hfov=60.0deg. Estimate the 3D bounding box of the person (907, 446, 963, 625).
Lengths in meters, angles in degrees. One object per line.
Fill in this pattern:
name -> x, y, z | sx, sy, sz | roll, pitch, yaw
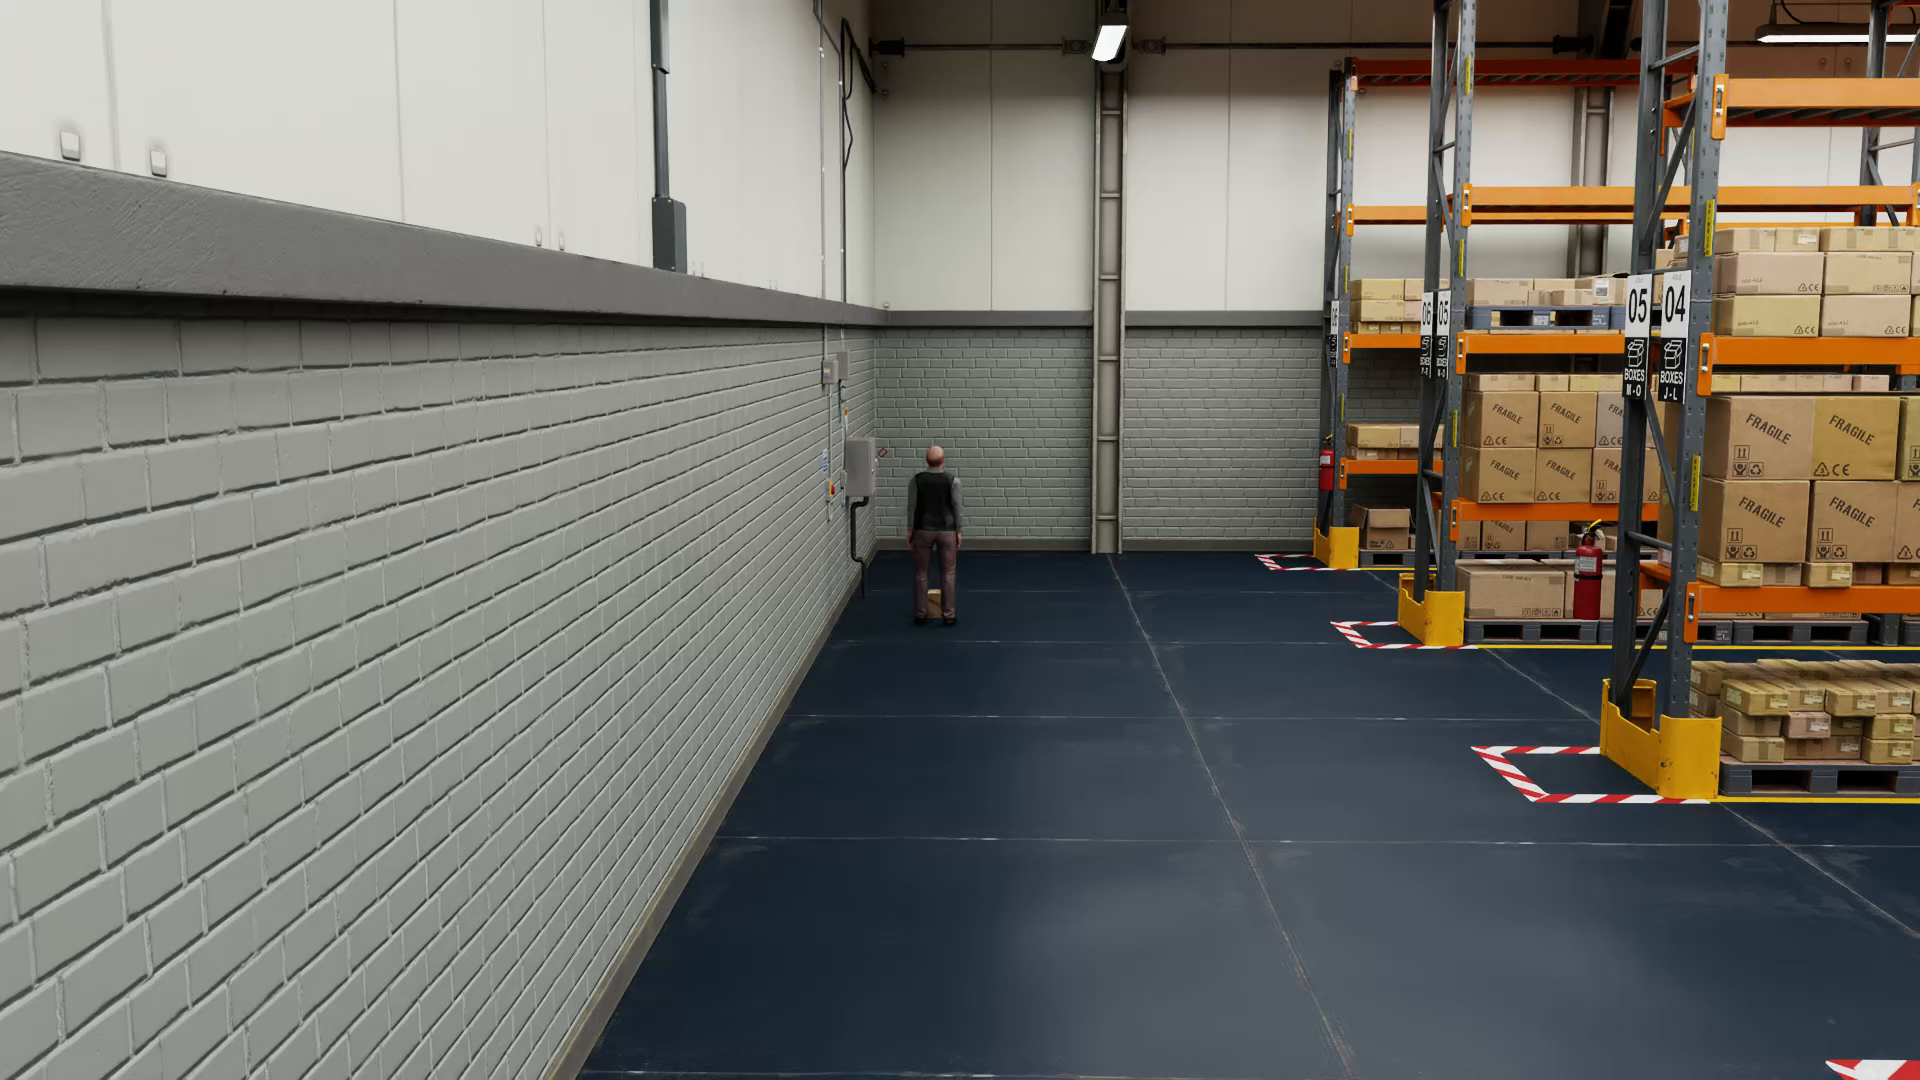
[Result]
person -> -0.239, -0.052, 16.108 | 0.548, 1.722, 0.374 | 0, 7, 1
